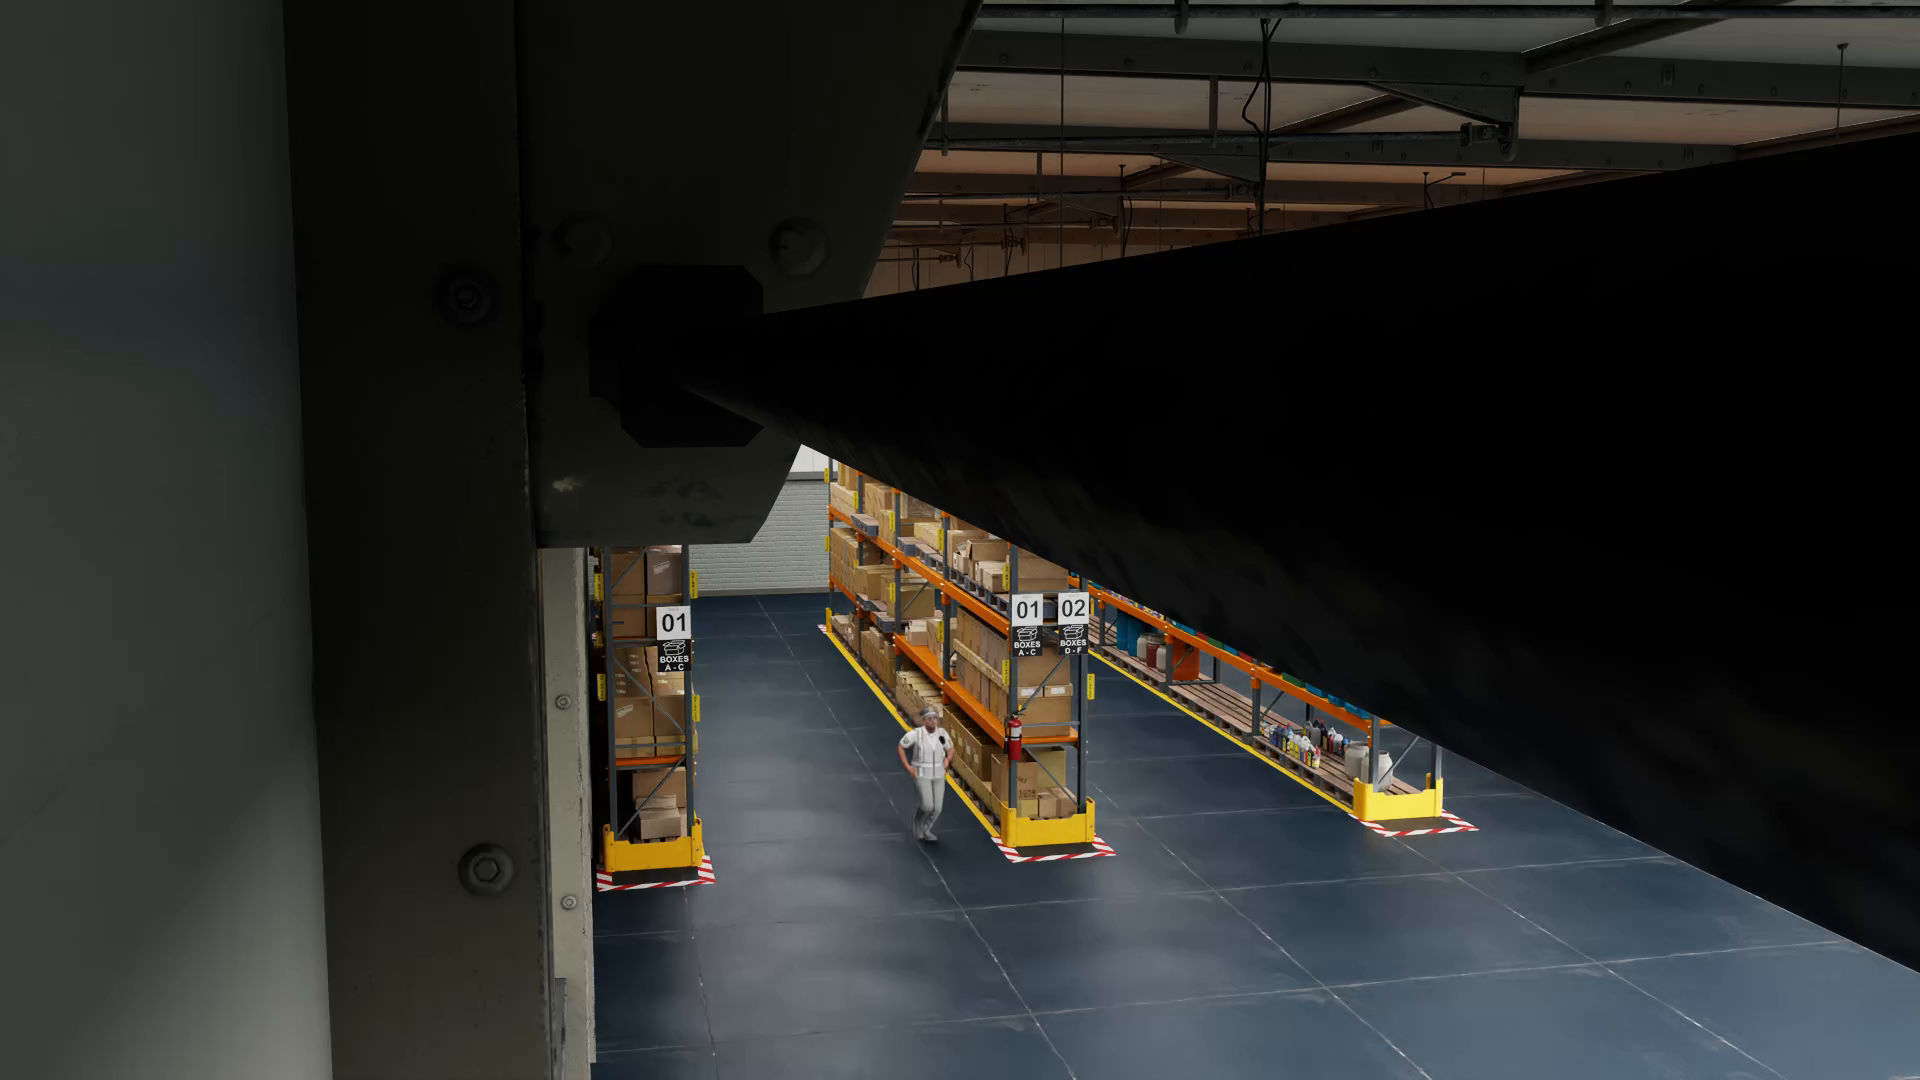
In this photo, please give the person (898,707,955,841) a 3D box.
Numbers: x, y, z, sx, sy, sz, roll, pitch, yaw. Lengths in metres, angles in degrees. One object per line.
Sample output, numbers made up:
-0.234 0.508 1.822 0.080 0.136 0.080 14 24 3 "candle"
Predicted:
-0.375 2.964 21.007 0.731 1.742 0.553 -3 7 -22 "person"
